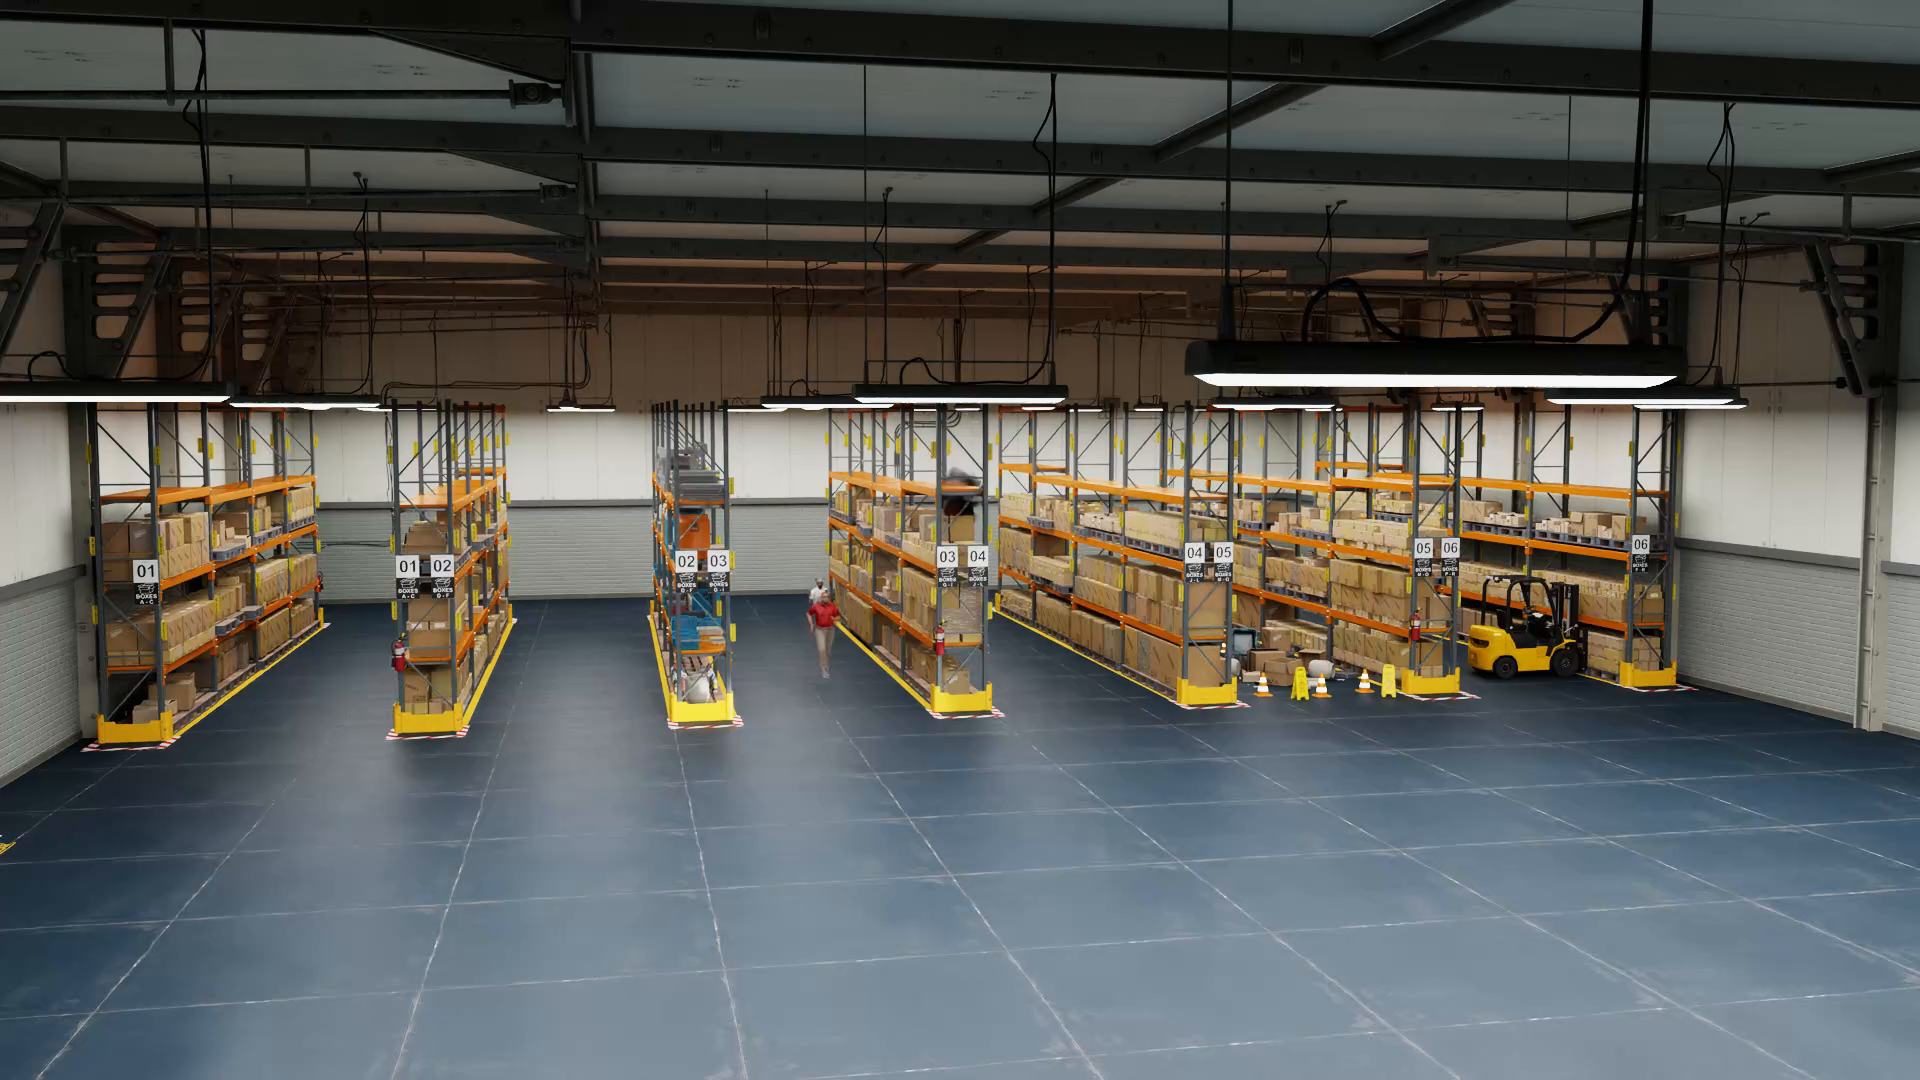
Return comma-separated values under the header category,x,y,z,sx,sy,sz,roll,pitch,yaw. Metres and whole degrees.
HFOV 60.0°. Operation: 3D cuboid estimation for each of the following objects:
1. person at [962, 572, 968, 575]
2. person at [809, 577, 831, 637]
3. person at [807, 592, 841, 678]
category,x,y,z,sx,sy,sz,roll,pitch,yaw
person,0.070,1.373,47.388,0.713,1.553,0.649,-1,4,-7
person,-3.505,1.760,41.705,0.578,1.692,0.770,-1,4,-15
person,-2.826,1.965,34.872,0.656,1.751,0.915,-2,5,-21
